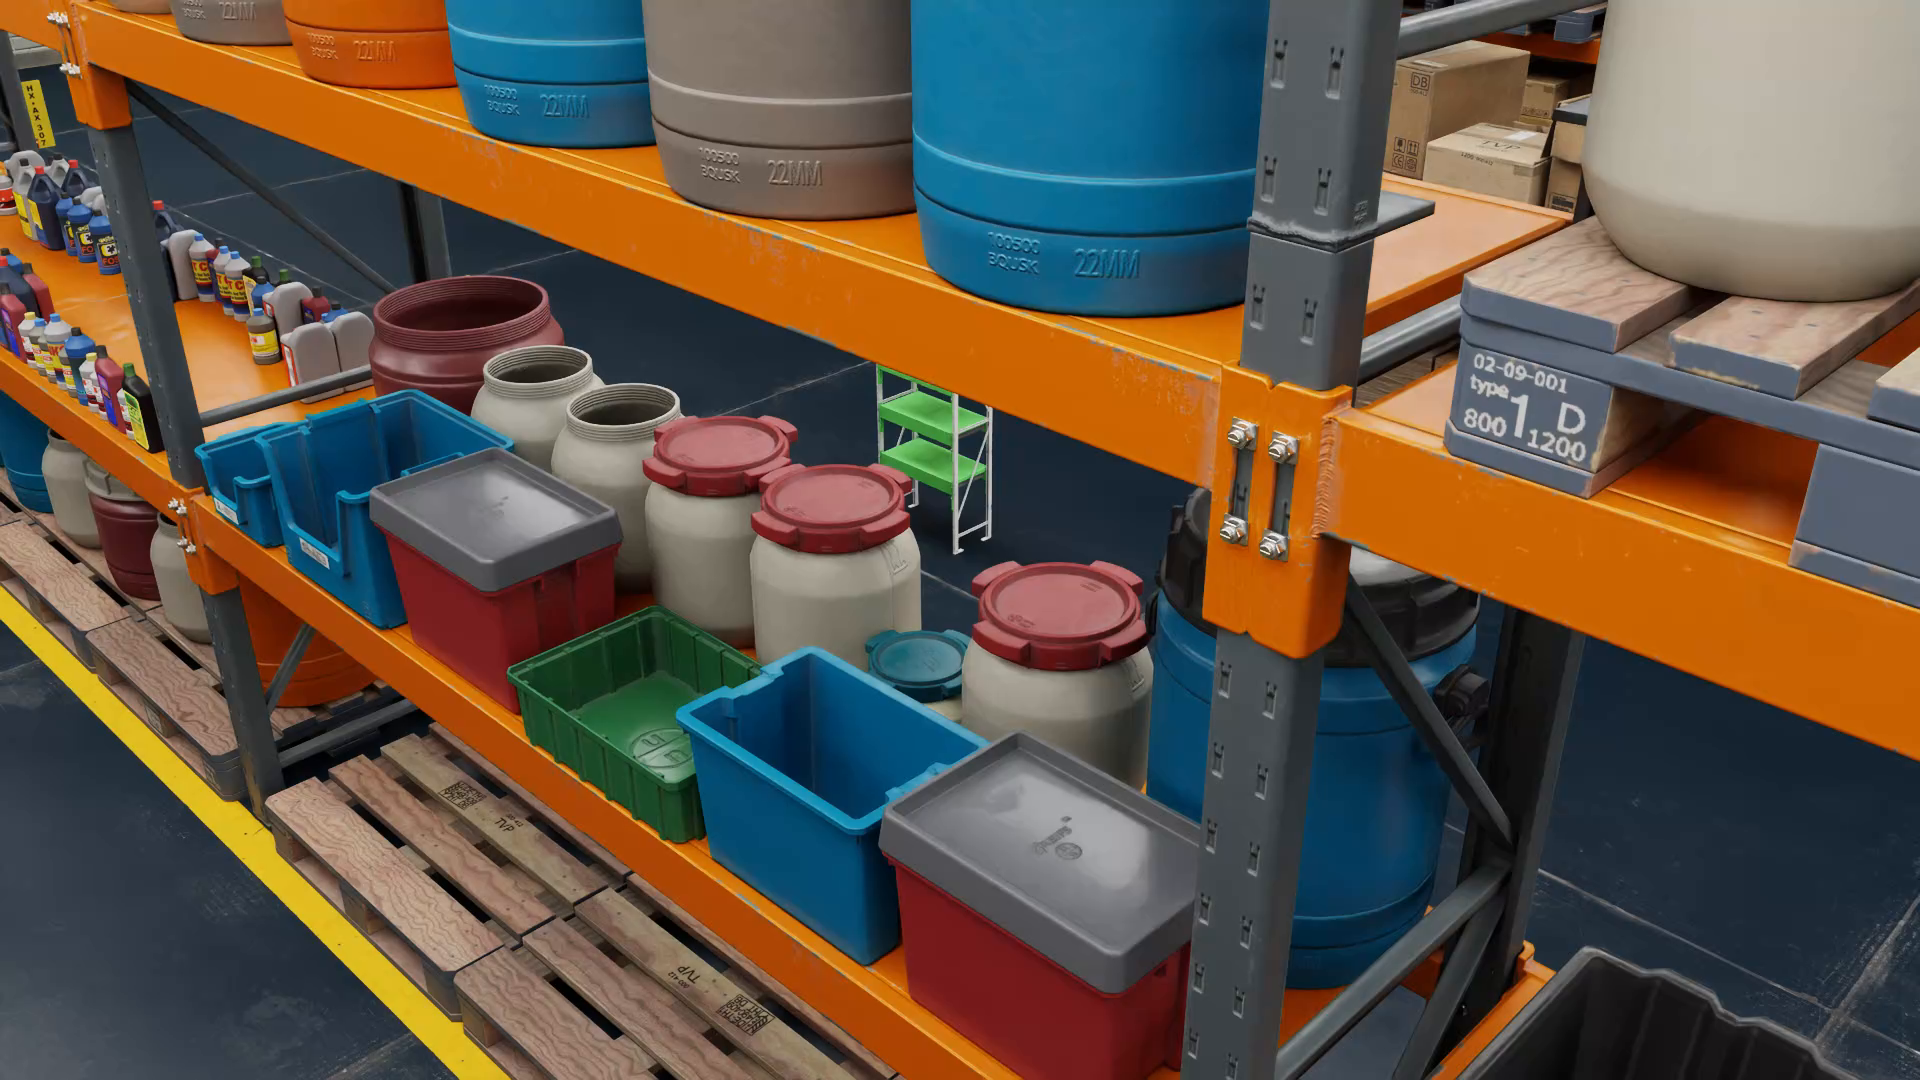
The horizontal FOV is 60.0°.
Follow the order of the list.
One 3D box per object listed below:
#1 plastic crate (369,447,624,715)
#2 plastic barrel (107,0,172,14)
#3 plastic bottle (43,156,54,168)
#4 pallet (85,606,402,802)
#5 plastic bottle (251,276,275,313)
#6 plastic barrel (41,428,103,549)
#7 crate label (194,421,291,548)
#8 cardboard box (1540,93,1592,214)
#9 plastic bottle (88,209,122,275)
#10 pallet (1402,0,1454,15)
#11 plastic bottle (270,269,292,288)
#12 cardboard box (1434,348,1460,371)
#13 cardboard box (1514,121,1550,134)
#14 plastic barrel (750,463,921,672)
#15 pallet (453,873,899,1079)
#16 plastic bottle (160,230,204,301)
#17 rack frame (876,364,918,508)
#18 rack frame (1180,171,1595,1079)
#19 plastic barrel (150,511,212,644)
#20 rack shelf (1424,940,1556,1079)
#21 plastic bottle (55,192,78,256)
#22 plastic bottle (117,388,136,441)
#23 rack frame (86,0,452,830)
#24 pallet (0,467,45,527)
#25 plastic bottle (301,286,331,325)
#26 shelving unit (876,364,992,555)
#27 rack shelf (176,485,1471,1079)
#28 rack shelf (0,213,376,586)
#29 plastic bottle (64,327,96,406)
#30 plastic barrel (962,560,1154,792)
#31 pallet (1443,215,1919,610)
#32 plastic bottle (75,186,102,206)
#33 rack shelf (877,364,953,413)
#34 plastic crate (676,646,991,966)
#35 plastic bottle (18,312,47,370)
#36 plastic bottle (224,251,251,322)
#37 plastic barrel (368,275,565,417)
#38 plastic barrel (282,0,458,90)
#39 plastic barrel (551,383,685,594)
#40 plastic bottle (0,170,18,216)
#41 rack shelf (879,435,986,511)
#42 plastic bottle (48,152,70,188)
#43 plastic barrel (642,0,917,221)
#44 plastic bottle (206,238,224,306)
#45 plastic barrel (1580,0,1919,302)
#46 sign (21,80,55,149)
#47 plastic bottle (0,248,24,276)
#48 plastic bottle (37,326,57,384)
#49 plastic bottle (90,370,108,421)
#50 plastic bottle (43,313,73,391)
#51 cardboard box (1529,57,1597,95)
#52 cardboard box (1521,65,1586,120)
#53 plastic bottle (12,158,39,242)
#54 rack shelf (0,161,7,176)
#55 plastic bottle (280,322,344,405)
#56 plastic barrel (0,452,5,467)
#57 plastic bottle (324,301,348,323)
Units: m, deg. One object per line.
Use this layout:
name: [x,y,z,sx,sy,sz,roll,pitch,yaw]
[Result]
plastic crate: [-1.171,0.102,4.264,0.583,0.464,0.402,25,36,38]
plastic barrel: [-2.102,-1.672,4.364,0.421,0.512,0.421,0,28,0]
plastic bottle: [-4.257,-1.670,7.828,0.133,0.283,0.061,25,36,38]
pallet: [-2.701,0.493,6.586,1.213,0.211,1.003,25,36,38]
plastic bottle: [-2.627,-0.867,6.315,0.097,0.271,0.097,0,28,0]
plastic barrel: [-3.741,-0.260,7.243,0.421,0.512,0.421,0,28,0]
crate label: [-2.072,-0.162,5.015,0.416,0.233,0.303,25,36,38]
cardboard box: [2.915,-1.603,7.014,0.797,0.503,0.637,-21,34,-34]
plastic bottle: [-3.646,-1.274,7.089,0.097,0.271,0.097,0,28,0]
pallet: [3.473,-4.302,12.915,1.213,0.211,1.003,25,36,38]
plastic bottle: [-2.585,-0.905,6.373,0.133,0.283,0.061,25,36,38]
cardboard box: [2.669,-0.659,7.993,0.700,0.500,0.500,-22,35,-35]
cardboard box: [2.742,-1.814,7.670,0.258,0.266,0.396,23,36,37]
plastic barrel: [-0.308,0.122,4.148,0.433,0.535,0.433,0,28,0]
pallet: [-0.718,1.400,4.861,1.213,0.211,1.003,25,36,38]
plastic bottle: [-3.180,-1.144,6.836,0.135,0.276,0.152,25,36,38]
rack frame: [-0.292,-0.665,7.725,0.015,1.200,0.240,25,36,38]
rack frame: [0.743,0.807,2.992,0.127,3.000,1.000,25,36,38]
plastic barrel: [-2.935,0.109,6.543,0.421,0.512,0.421,0,28,0]
rack shelf: [2.169,1.778,1.919,4.000,0.370,1.077,25,36,38]
plastic bottle: [-3.908,-1.394,7.316,0.097,0.271,0.097,0,28,0]
plastic bottle: [-2.766,-0.444,5.586,0.097,0.201,0.097,0,28,0]
rack frame: [-2.109,-0.498,5.474,0.127,3.000,1.000,25,36,38]
pallet: [-4.440,-0.304,8.100,1.213,0.211,1.003,25,36,38]
plastic bottle: [-2.393,-0.817,6.207,0.133,0.283,0.061,25,36,38]
shelving unit: [-0.118,-0.585,7.573,0.503,1.200,0.258,25,36,38]
rack shelf: [-0.683,0.473,4.401,4.000,0.370,1.077,25,36,38]
rack shelf: [-3.535,-0.832,6.883,4.000,0.370,1.077,25,36,38]
plastic bottle: [-3.070,-0.614,5.833,0.097,0.271,0.097,0,28,0]
plastic barrel: [0.215,0.362,3.693,0.433,0.535,0.433,0,28,0]
pallet: [1.326,-0.234,1.952,1.003,0.211,1.213,25,36,38]
plastic bottle: [-3.834,-1.443,7.405,0.135,0.276,0.152,25,36,38]
rack shelf: [-0.118,-0.741,7.492,0.480,0.148,0.258,25,36,38]
plastic crate: [-0.262,0.557,3.484,0.575,0.384,0.392,25,36,38]
plastic bottle: [-3.417,-0.742,6.152,0.097,0.201,0.097,0,28,0]
plastic bottle: [-2.844,-1.006,6.579,0.097,0.271,0.097,0,28,0]
plastic barrel: [-1.566,-0.508,5.346,0.708,0.536,0.600,25,36,38]
plastic barrel: [-1.209,-1.463,3.624,0.708,0.830,0.600,25,36,38]
plastic barrel: [-0.925,-0.145,4.684,0.421,0.512,0.421,0,28,0]
plastic bottle: [-4.528,-1.647,7.872,0.097,0.201,0.097,0,28,0]
rack shelf: [-0.118,-0.316,7.715,0.480,0.148,0.258,25,36,38]
plastic bottle: [-4.077,-1.590,7.604,0.185,0.351,0.144,25,36,38]
plastic barrel: [-0.238,-1.050,2.762,0.600,0.901,0.600,0,28,0]
plastic bottle: [-2.983,-1.087,6.720,0.133,0.283,0.061,25,36,38]
plastic barrel: [0.912,-0.550,1.779,0.421,0.512,0.421,0,28,0]
sign: [-4.574,-2.108,8.238,0.005,0.325,0.100,25,36,38]
plastic bottle: [-3.769,-1.029,6.621,0.097,0.271,0.097,0,28,0]
plastic bottle: [-3.278,-0.679,6.031,0.097,0.201,0.097,0,28,0]
plastic bottle: [-2.931,-0.520,5.729,0.097,0.201,0.097,0,28,0]
plastic bottle: [-3.208,-0.678,5.954,0.097,0.271,0.097,0,28,0]
cardboard box: [4.591,-3.472,12.558,0.500,0.250,0.500,23,35,36]
cardboard box: [4.241,-3.303,12.237,0.500,0.250,0.500,24,36,37]
plastic bottle: [-4.178,-1.542,7.513,0.185,0.351,0.144,25,36,38]
rack shelf: [-6.388,-2.138,9.365,4.000,0.370,1.077,25,36,38]
plastic bottle: [-2.298,-0.641,5.880,0.135,0.276,0.152,25,36,38]
plastic barrel: [-4.585,-0.877,7.999,0.708,0.901,0.600,25,36,38]
plastic bottle: [-2.255,-0.737,6.066,0.097,0.271,0.097,0,28,0]
